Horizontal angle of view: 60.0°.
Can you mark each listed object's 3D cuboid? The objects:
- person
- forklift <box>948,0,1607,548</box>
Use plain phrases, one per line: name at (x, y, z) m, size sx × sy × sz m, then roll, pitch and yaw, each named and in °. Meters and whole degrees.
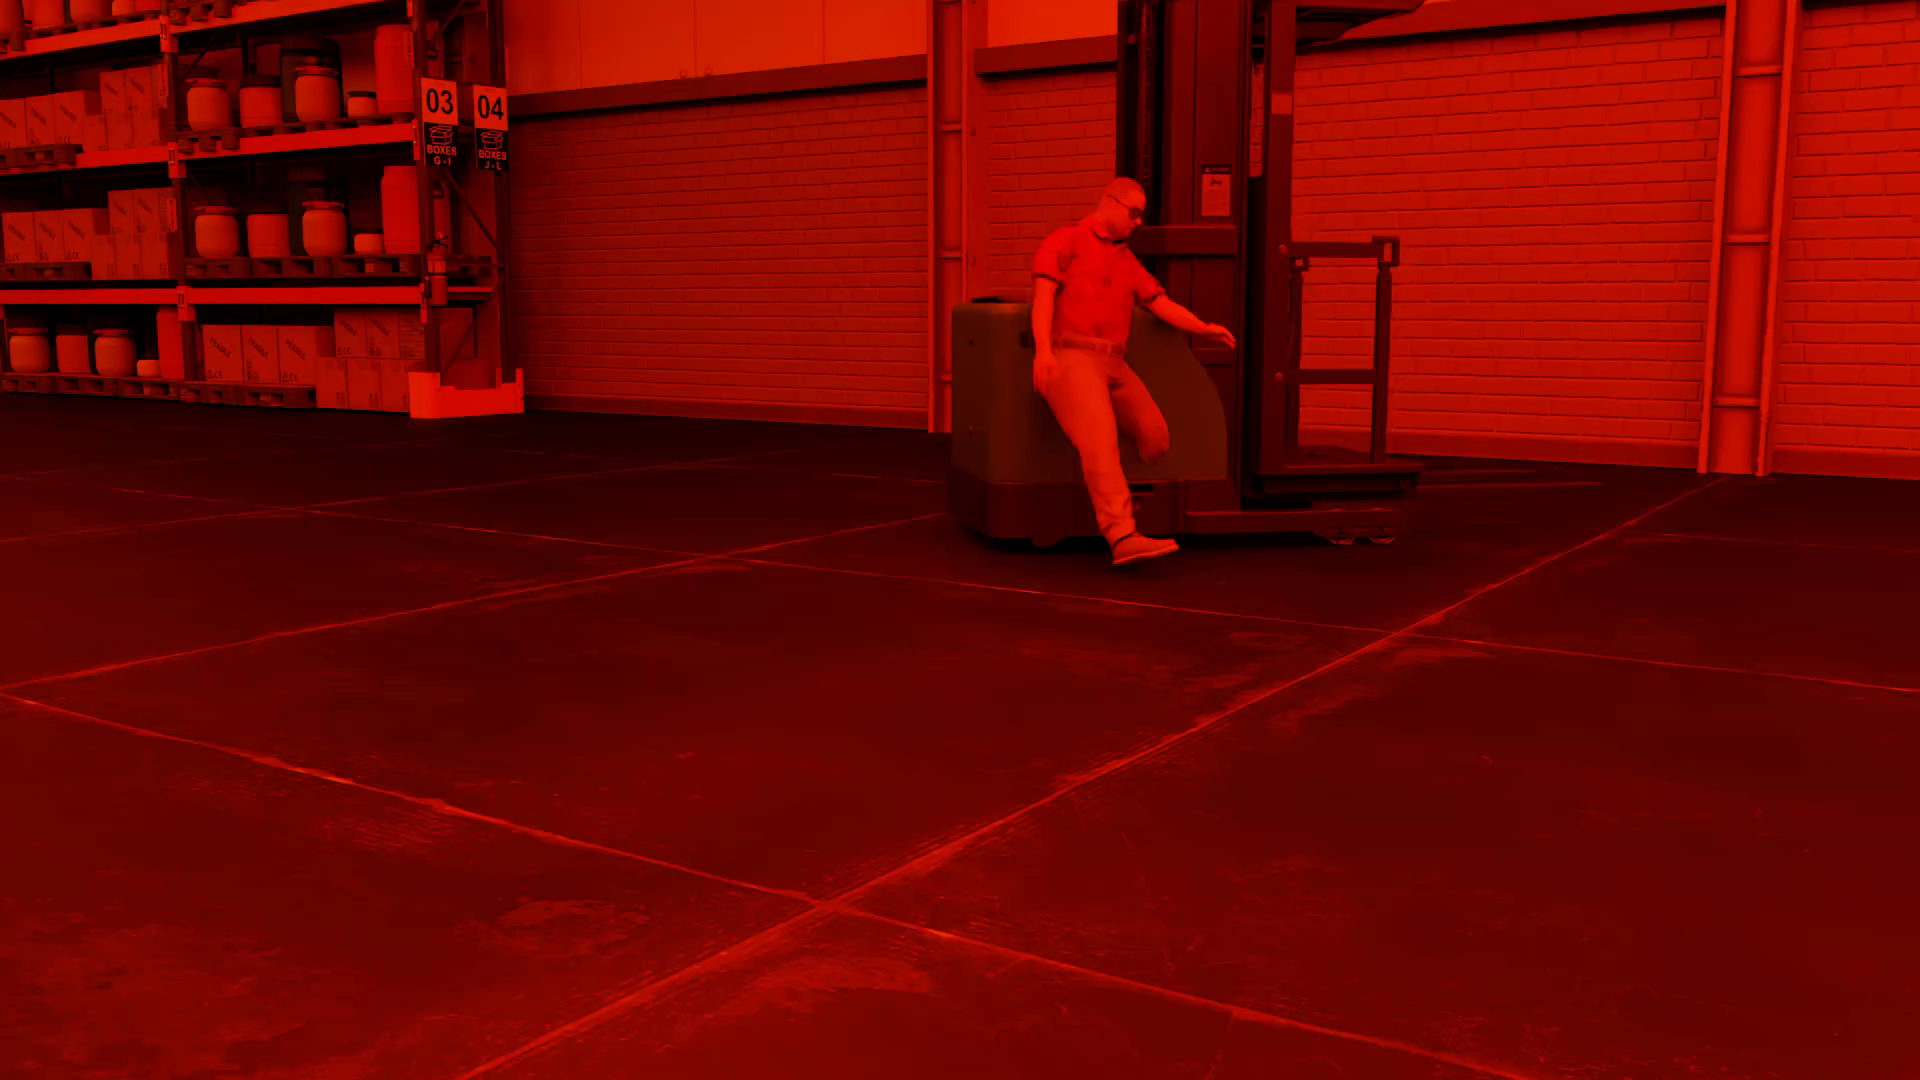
person at (0.740, -0.724, 6.986) m, size 0.946 × 1.591 × 0.965 m, roll 8°, pitch 11°, yaw 43°
forklift at (1.514, -1.497, 7.720) m, size 3.031 × 2.935 × 1.130 m, roll -2°, pitch 8°, yaw -11°
